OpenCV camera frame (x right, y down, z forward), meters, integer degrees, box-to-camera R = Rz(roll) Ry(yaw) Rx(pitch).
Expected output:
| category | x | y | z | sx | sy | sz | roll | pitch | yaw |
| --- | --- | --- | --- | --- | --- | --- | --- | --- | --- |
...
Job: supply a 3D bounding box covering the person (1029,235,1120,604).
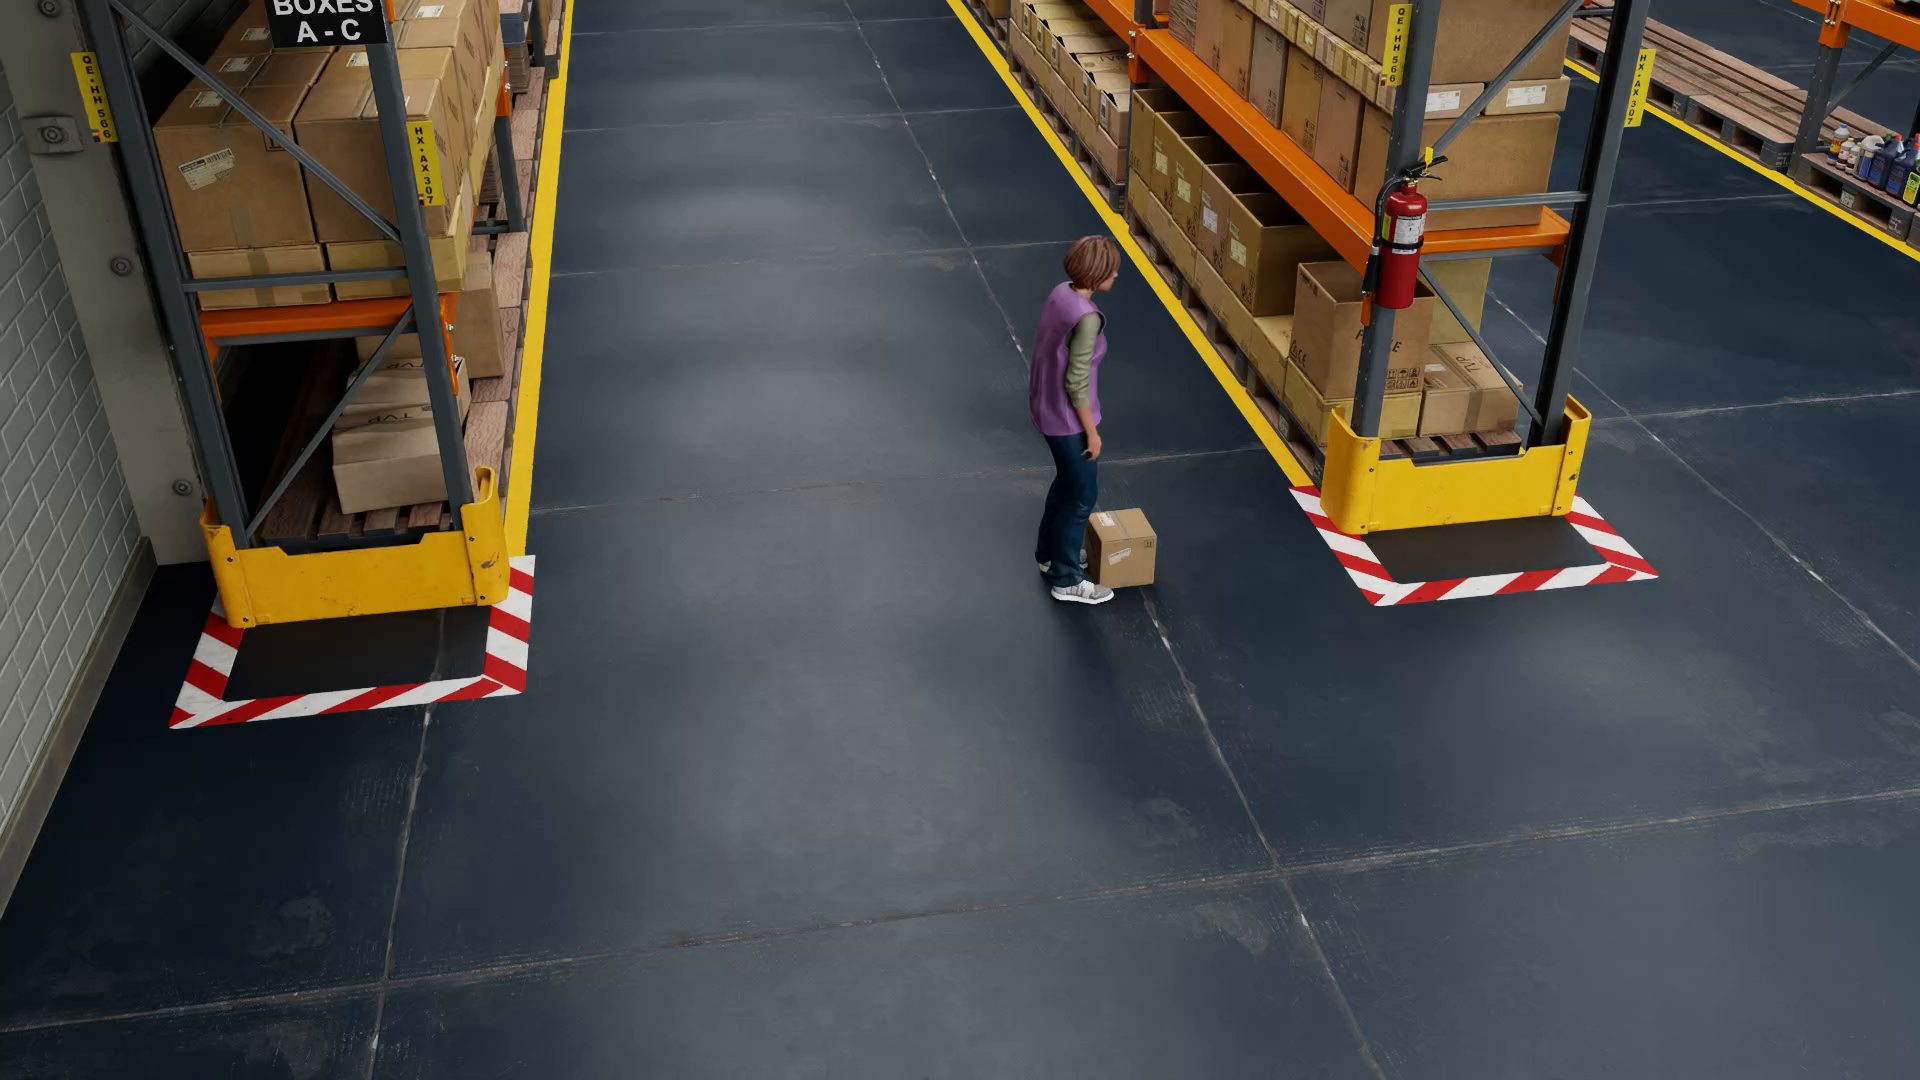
| category | x | y | z | sx | sy | sz | roll | pitch | yaw |
| --- | --- | --- | --- | --- | --- | --- | --- | --- | --- |
| person | 0.472 | -0.503 | 6.988 | 0.343 | 1.582 | 0.462 | -5 | 32 | -9 |
